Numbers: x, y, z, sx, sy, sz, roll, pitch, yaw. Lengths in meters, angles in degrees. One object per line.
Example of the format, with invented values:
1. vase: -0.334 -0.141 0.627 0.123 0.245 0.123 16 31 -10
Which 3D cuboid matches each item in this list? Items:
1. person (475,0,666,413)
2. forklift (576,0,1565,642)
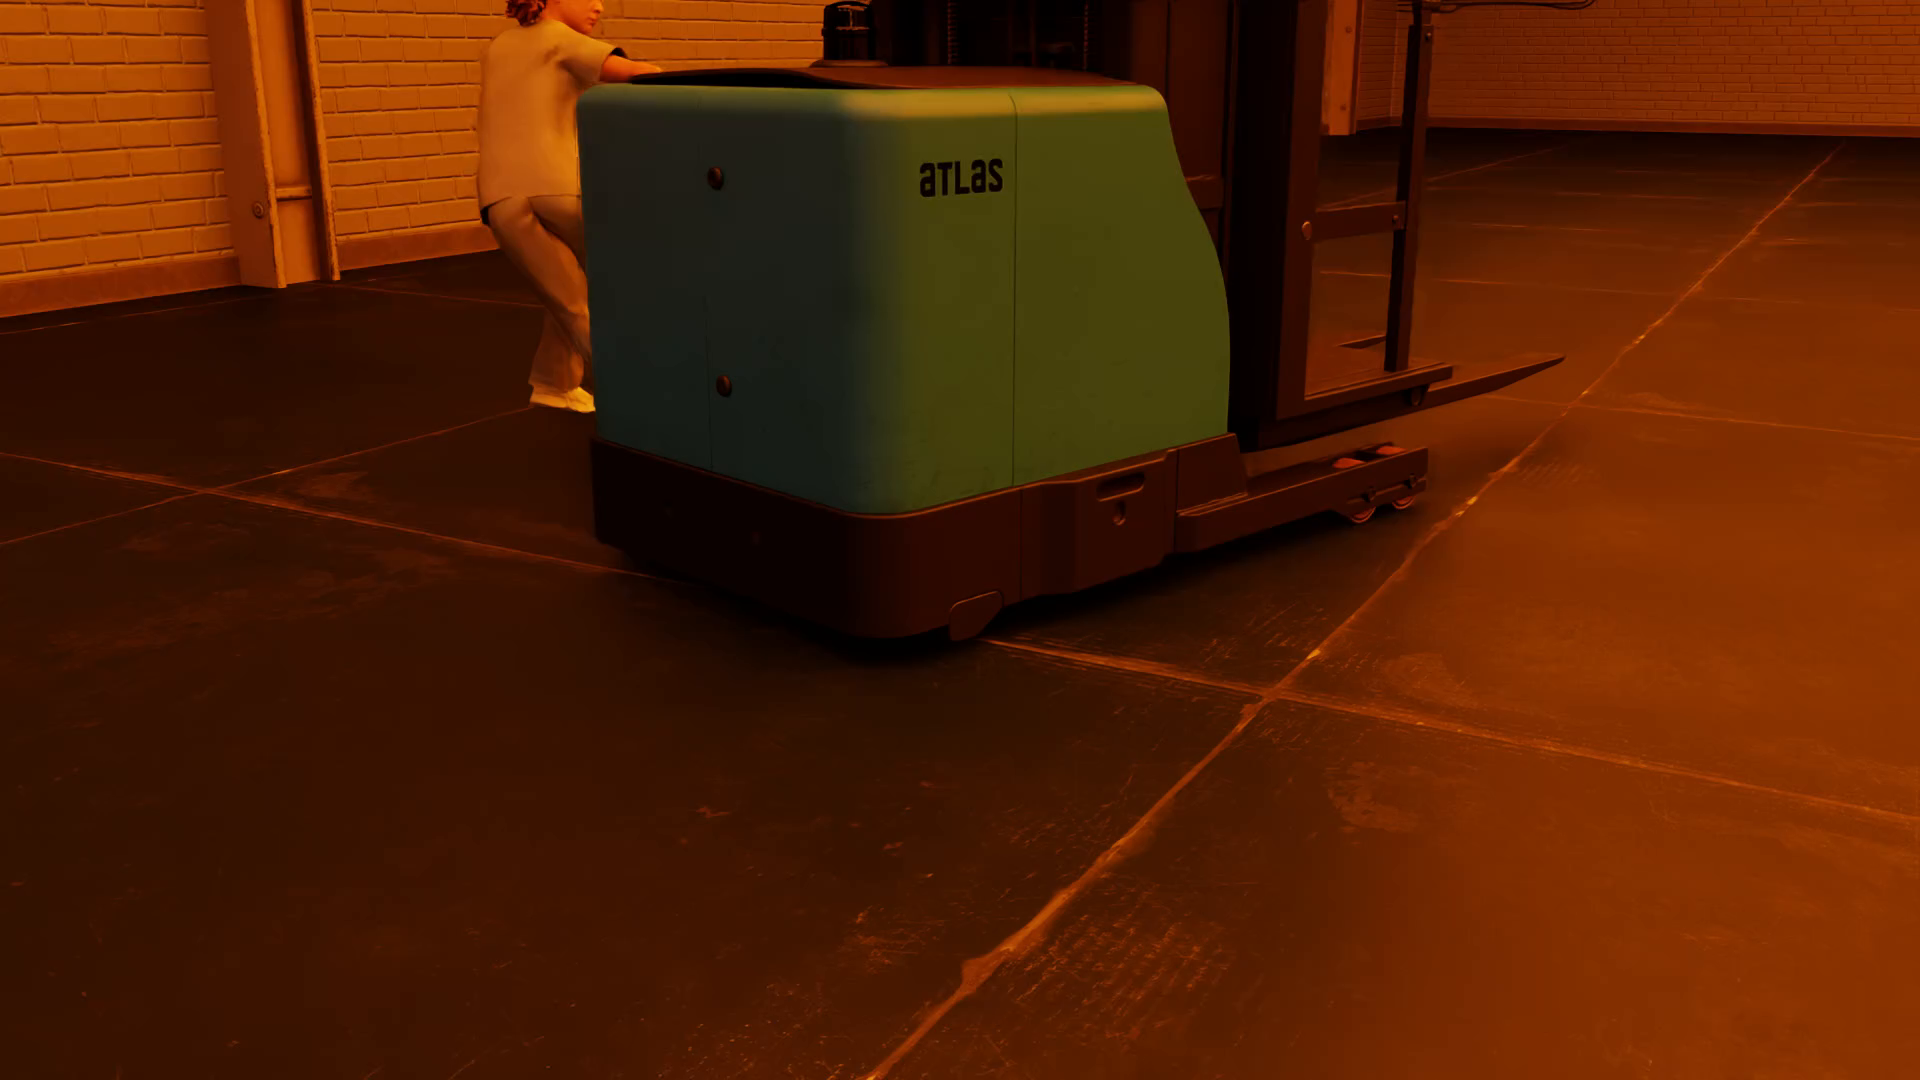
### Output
1. person: -1.040 -1.042 5.098 0.827 1.462 1.040 2 16 5
2. forklift: 0.576 -1.540 4.082 3.031 2.935 1.130 -15 22 -42
